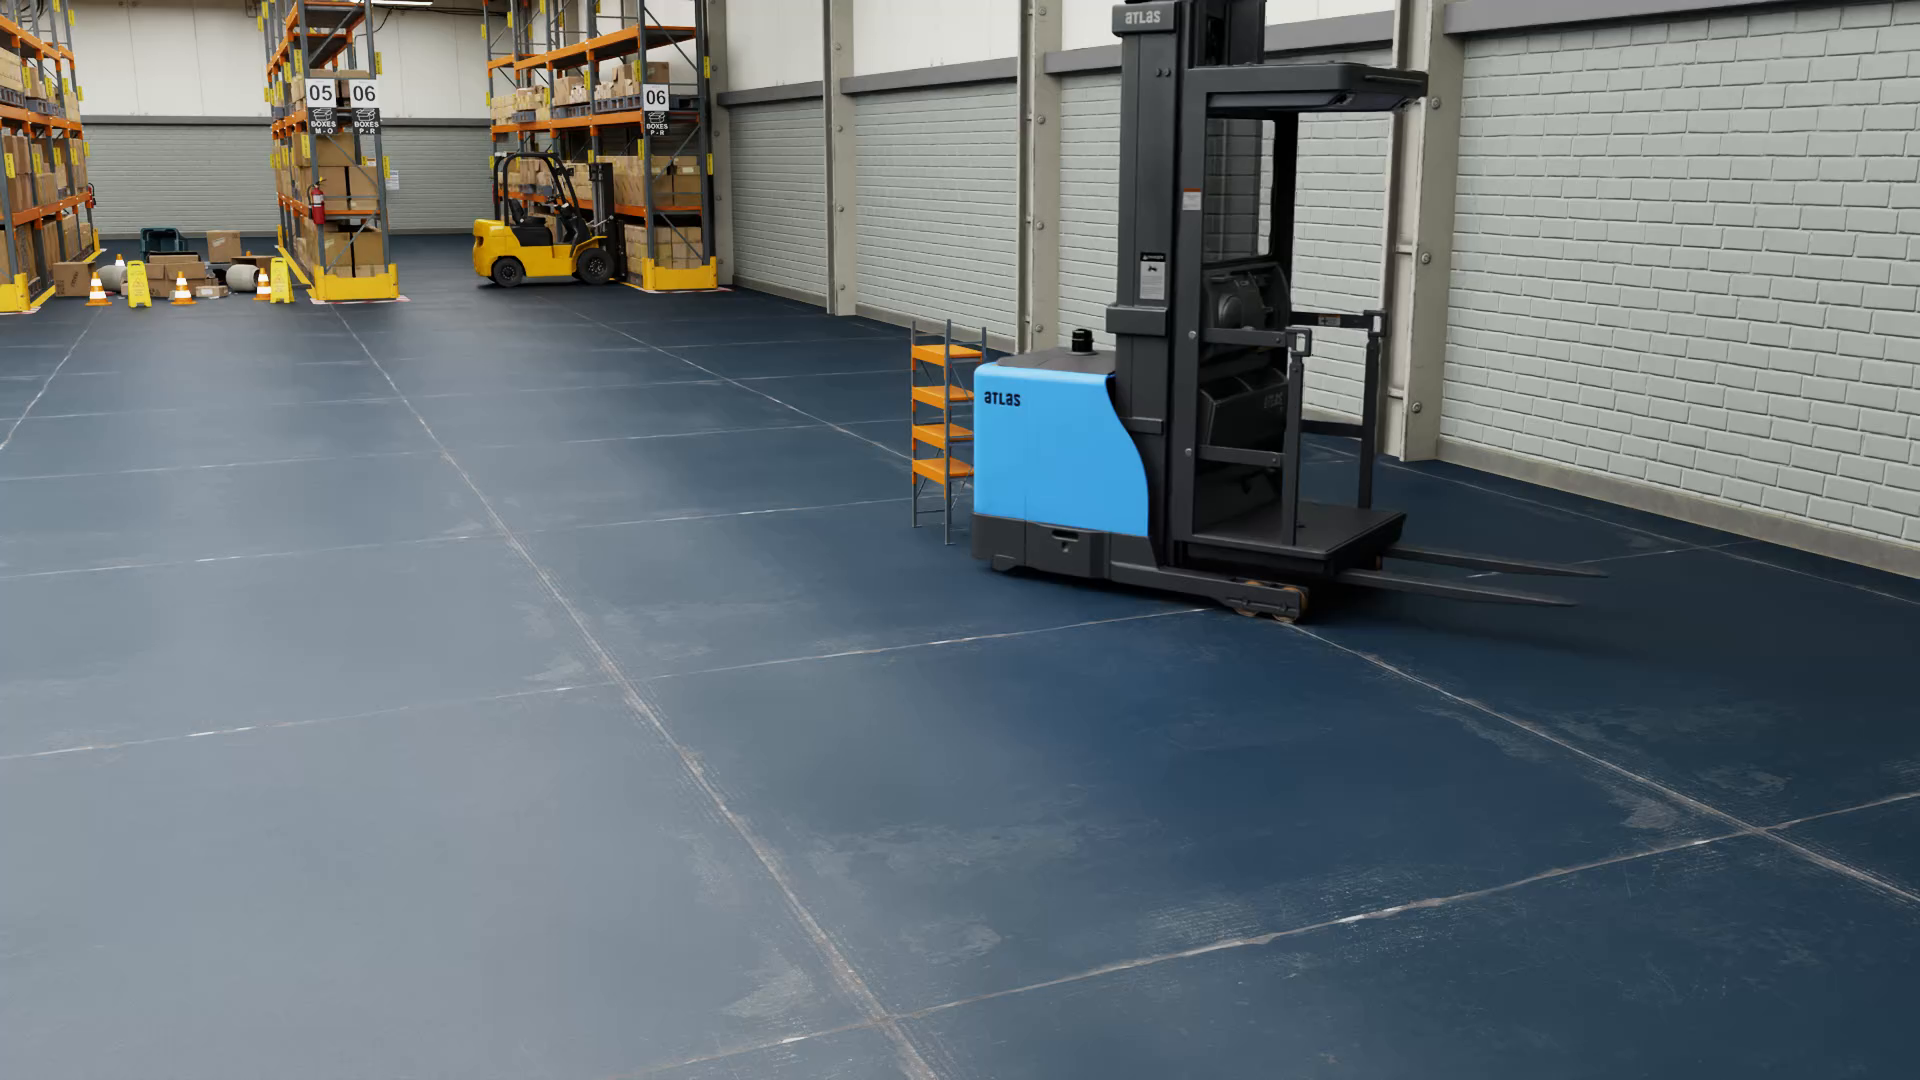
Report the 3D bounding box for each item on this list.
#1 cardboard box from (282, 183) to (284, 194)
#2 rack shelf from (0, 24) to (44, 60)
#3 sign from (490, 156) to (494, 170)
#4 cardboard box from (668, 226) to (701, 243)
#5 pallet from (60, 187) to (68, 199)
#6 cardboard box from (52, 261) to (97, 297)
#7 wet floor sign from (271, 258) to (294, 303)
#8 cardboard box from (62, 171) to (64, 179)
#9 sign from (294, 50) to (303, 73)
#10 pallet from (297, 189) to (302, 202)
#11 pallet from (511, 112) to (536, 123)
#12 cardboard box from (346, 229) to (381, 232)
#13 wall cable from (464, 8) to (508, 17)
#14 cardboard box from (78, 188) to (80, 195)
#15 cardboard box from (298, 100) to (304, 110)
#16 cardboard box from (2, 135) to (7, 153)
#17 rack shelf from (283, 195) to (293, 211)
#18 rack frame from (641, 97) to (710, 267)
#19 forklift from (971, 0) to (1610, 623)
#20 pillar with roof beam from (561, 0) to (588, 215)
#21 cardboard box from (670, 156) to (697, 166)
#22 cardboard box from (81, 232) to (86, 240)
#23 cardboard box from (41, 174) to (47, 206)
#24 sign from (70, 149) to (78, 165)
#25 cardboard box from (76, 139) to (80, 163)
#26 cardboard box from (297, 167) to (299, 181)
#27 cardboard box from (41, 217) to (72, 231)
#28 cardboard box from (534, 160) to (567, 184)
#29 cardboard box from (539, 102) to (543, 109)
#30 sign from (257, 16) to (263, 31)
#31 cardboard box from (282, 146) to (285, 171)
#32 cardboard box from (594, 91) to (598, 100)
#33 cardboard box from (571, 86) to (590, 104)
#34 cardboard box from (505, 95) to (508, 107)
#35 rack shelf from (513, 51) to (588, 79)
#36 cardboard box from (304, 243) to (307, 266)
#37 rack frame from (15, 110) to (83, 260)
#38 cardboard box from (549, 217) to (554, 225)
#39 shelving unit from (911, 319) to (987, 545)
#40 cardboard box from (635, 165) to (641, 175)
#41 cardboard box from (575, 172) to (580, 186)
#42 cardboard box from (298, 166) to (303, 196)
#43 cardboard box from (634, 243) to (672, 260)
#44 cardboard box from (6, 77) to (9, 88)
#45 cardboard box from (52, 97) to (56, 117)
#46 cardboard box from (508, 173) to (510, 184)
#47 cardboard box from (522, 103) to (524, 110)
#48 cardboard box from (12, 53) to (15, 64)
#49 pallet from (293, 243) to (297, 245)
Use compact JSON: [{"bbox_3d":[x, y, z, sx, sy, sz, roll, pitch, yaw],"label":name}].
[{"bbox_3d":[-14.329,-7.714,35.827,0.500,0.500,0.500,-5,14,-22],"label":"cardboard box"},{"bbox_3d":[-16.001,-8.263,27.596,1.077,0.370,4.000,-6,14,-23],"label":"rack shelf"},{"bbox_3d":[-11.462,-9.241,40.725,0.100,0.325,0.005,-6,14,-23],"label":"sign"},{"bbox_3d":[-4.575,-5.031,27.405,0.500,0.250,0.500,-6,14,-24],"label":"cardboard box"},{"bbox_3d":[-17.632,-6.610,31.704,1.003,0.211,1.213,-6,14,-23],"label":"pallet"},{"bbox_3d":[-13.637,-4.027,25.657,0.500,0.500,0.500,-3,13,-13],"label":"cardboard box"},{"bbox_3d":[-10.006,-3.831,24.490,0.267,0.644,0.232,-1,13,-4],"label":"wet floor sign"},{"bbox_3d":[-17.861,-7.182,32.714,0.380,0.149,0.250,-5,14,-21],"label":"cardboard box"},{"bbox_3d":[-9.619,-6.960,24.175,0.100,0.325,0.005,-6,14,-23],"label":"sign"},{"bbox_3d":[-11.476,-6.268,30.224,1.003,0.211,1.213,-6,14,-23],"label":"pallet"},{"bbox_3d":[-9.166,-9.271,36.538,1.213,0.211,1.003,-6,14,-23],"label":"pallet"},{"bbox_3d":[-9.395,-4.648,26.304,0.500,0.500,0.500,-6,14,-25],"label":"cardboard box"},{"bbox_3d":[-12.053,-15.782,45.269,2.988,3.039,0.133,-6,14,-23],"label":"wall cable"},{"bbox_3d":[-18.790,-7.358,35.067,0.380,0.149,0.250,-5,14,-20],"label":"cardboard box"},{"bbox_3d":[-10.157,-6.814,26.065,0.380,0.149,0.250,-6,14,-24],"label":"cardboard box"},{"bbox_3d":[-13.710,-5.325,22.997,0.875,0.550,0.550,-6,14,-23],"label":"cardboard box"},{"bbox_3d":[-13.108,-6.829,33.820,1.077,0.370,4.000,-6,14,-23],"label":"rack shelf"},{"bbox_3d":[-4.556,-5.563,26.752,1.000,3.000,0.127,-6,14,-23],"label":"rack frame"},{"bbox_3d":[1.567,-1.180,7.969,3.031,2.935,1.130,8,15,32],"label":"forklift"},{"bbox_3d":[-12.760,-10.801,36.081,9.100,9.000,0.400,-6,14,-23],"label":"pillar with roof beam"},{"bbox_3d":[-4.494,-6.161,27.017,0.380,0.149,0.250,-6,14,-24],"label":"cardboard box"},{"bbox_3d":[-18.807,-6.453,35.332,0.380,0.149,0.250,-6,14,-23],"label":"cardboard box"},{"bbox_3d":[-15.367,-5.758,27.374,0.500,0.500,0.500,-6,14,-23],"label":"cardboard box"},{"bbox_3d":[-17.897,-7.740,33.591,0.100,0.325,0.005,-6,14,-23],"label":"sign"},{"bbox_3d":[-18.961,-8.240,35.220,0.500,0.500,0.500,-6,14,-25],"label":"cardboard box"},{"bbox_3d":[-11.501,-6.622,29.518,0.500,0.500,0.500,-5,14,-21],"label":"cardboard box"},{"bbox_3d":[-17.246,-6.023,31.690,0.500,0.250,0.500,-6,14,-23],"label":"cardboard box"},{"bbox_3d":[-8.584,-7.791,35.220,0.797,0.503,0.637,-6,14,-24],"label":"cardboard box"},{"bbox_3d":[-8.614,-9.118,34.909,0.380,0.149,0.250,-5,14,-21],"label":"cardboard box"},{"bbox_3d":[-16.022,-11.825,38.084,0.100,0.325,0.005,-6,14,-23],"label":"sign"},{"bbox_3d":[-13.568,-7.805,34.003,0.500,0.500,0.500,-6,14,-24],"label":"cardboard box"},{"bbox_3d":[-6.256,-7.861,29.435,0.380,0.149,0.250,-5,14,-22],"label":"cardboard box"},{"bbox_3d":[-6.979,-8.346,31.172,0.500,0.311,0.500,-6,14,-25],"label":"cardboard box"},{"bbox_3d":[-10.192,-10.111,38.315,0.500,0.250,0.500,-5,14,-22],"label":"cardboard box"},{"bbox_3d":[-8.561,-10.006,35.129,1.077,0.370,4.000,-6,14,-23],"label":"rack shelf"},{"bbox_3d":[-11.208,-5.121,29.739,0.950,0.372,0.625,-5,14,-19],"label":"cardboard box"},{"bbox_3d":[-18.404,-7.125,33.502,1.000,3.000,0.127,-6,14,-23],"label":"rack frame"},{"bbox_3d":[-8.328,-6.651,34.629,0.380,0.149,0.250,-6,15,-26],"label":"cardboard box"},{"bbox_3d":[-0.066,-0.619,9.382,0.258,1.200,0.503,-6,14,-23],"label":"shelving unit"},{"bbox_3d":[-5.081,-6.024,27.084,0.380,0.149,0.250,-5,14,-22],"label":"cardboard box"},{"bbox_3d":[-7.001,-6.850,31.537,0.500,0.250,0.500,-5,14,-22],"label":"cardboard box"},{"bbox_3d":[-10.784,-6.018,27.836,0.500,0.500,0.500,-6,14,-23],"label":"cardboard box"},{"bbox_3d":[-5.037,-4.744,27.271,0.500,0.250,0.500,-6,14,-24],"label":"cardboard box"},{"bbox_3d":[-13.946,-6.598,23.979,0.380,0.149,0.250,-6,14,-23],"label":"cardboard box"},{"bbox_3d":[-16.994,-8.053,30.639,0.500,0.500,0.500,-6,14,-23],"label":"cardboard box"},{"bbox_3d":[-10.397,-8.510,39.159,0.500,0.250,0.500,-6,14,-24],"label":"cardboard box"},{"bbox_3d":[-9.196,-9.326,35.763,0.380,0.149,0.250,-6,14,-24],"label":"cardboard box"},{"bbox_3d":[-14.460,-7.250,25.027,0.380,0.149,0.250,-5,14,-22],"label":"cardboard box"},{"bbox_3d":[-14.142,-6.398,36.548,1.003,0.211,1.213,-6,14,-23],"label":"pallet"}]
